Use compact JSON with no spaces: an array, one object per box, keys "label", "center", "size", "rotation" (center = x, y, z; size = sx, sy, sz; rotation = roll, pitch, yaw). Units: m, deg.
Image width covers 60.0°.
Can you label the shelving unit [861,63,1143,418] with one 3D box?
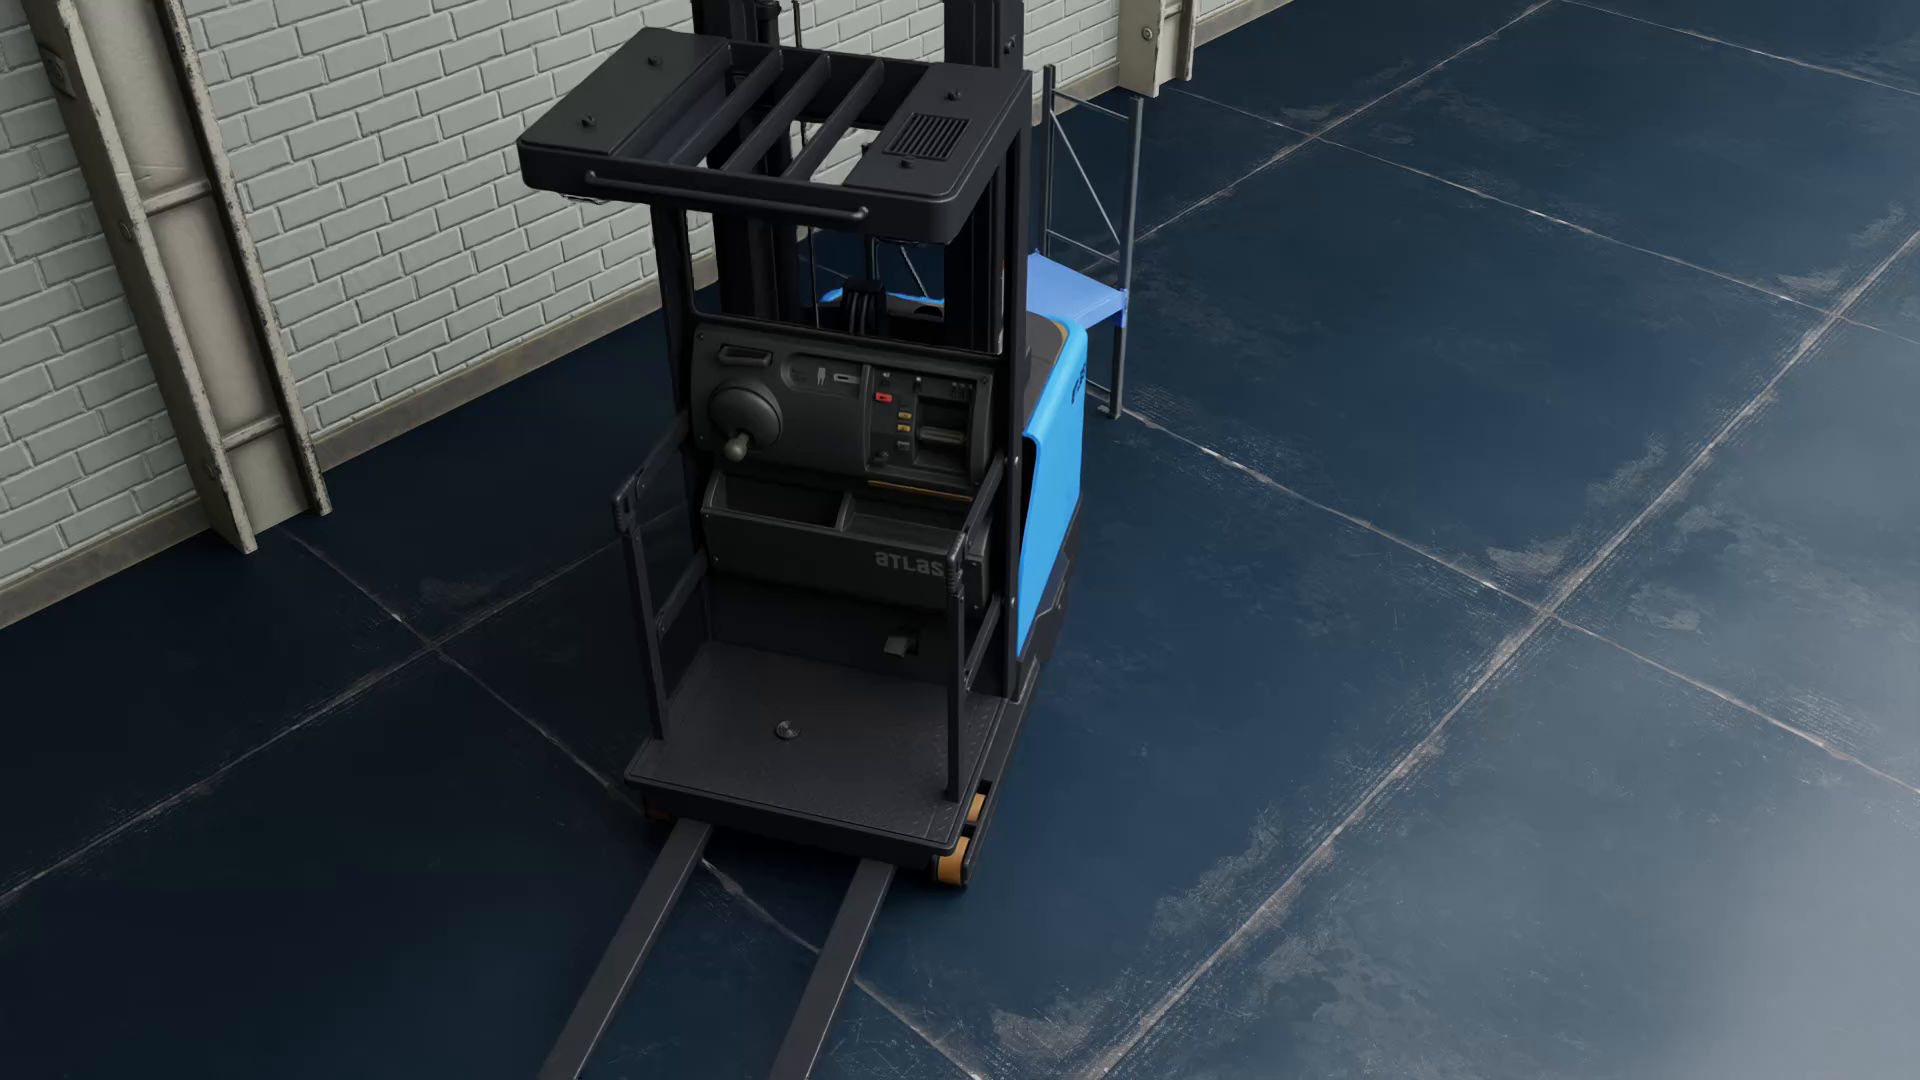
[{"label":"shelving unit","center":[0.175,-1.018,6.825],"size":[0.538,1.500,1.048],"rotation":[31,48,33]}]

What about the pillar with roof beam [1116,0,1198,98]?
[{"label":"pillar with roof beam","center":[4.377,-4.567,5.263],"size":[9.100,9.000,0.400],"rotation":[30,47,32]}]

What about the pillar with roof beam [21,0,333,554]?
[{"label":"pillar with roof beam","center":[0.329,-1.811,1.797],"size":[9.100,9.000,0.400],"rotation":[30,47,32]}]

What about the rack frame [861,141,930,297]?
[{"label":"rack frame","center":[-0.179,-0.790,6.539],"size":[0.500,1.500,0.032],"rotation":[31,48,33]}]

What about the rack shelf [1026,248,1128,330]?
[{"label":"rack shelf","center":[0.175,-0.877,6.937],"size":[0.538,0.185,1.000],"rotation":[31,48,33]}]

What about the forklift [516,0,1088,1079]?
[{"label":"forklift","center":[-0.417,-0.312,4.787],"size":[1.130,2.935,3.031],"rotation":[10,40,12]}]

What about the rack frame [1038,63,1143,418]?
[{"label":"rack frame","center":[0.529,-1.245,7.110],"size":[0.500,1.500,0.032],"rotation":[31,48,33]}]
